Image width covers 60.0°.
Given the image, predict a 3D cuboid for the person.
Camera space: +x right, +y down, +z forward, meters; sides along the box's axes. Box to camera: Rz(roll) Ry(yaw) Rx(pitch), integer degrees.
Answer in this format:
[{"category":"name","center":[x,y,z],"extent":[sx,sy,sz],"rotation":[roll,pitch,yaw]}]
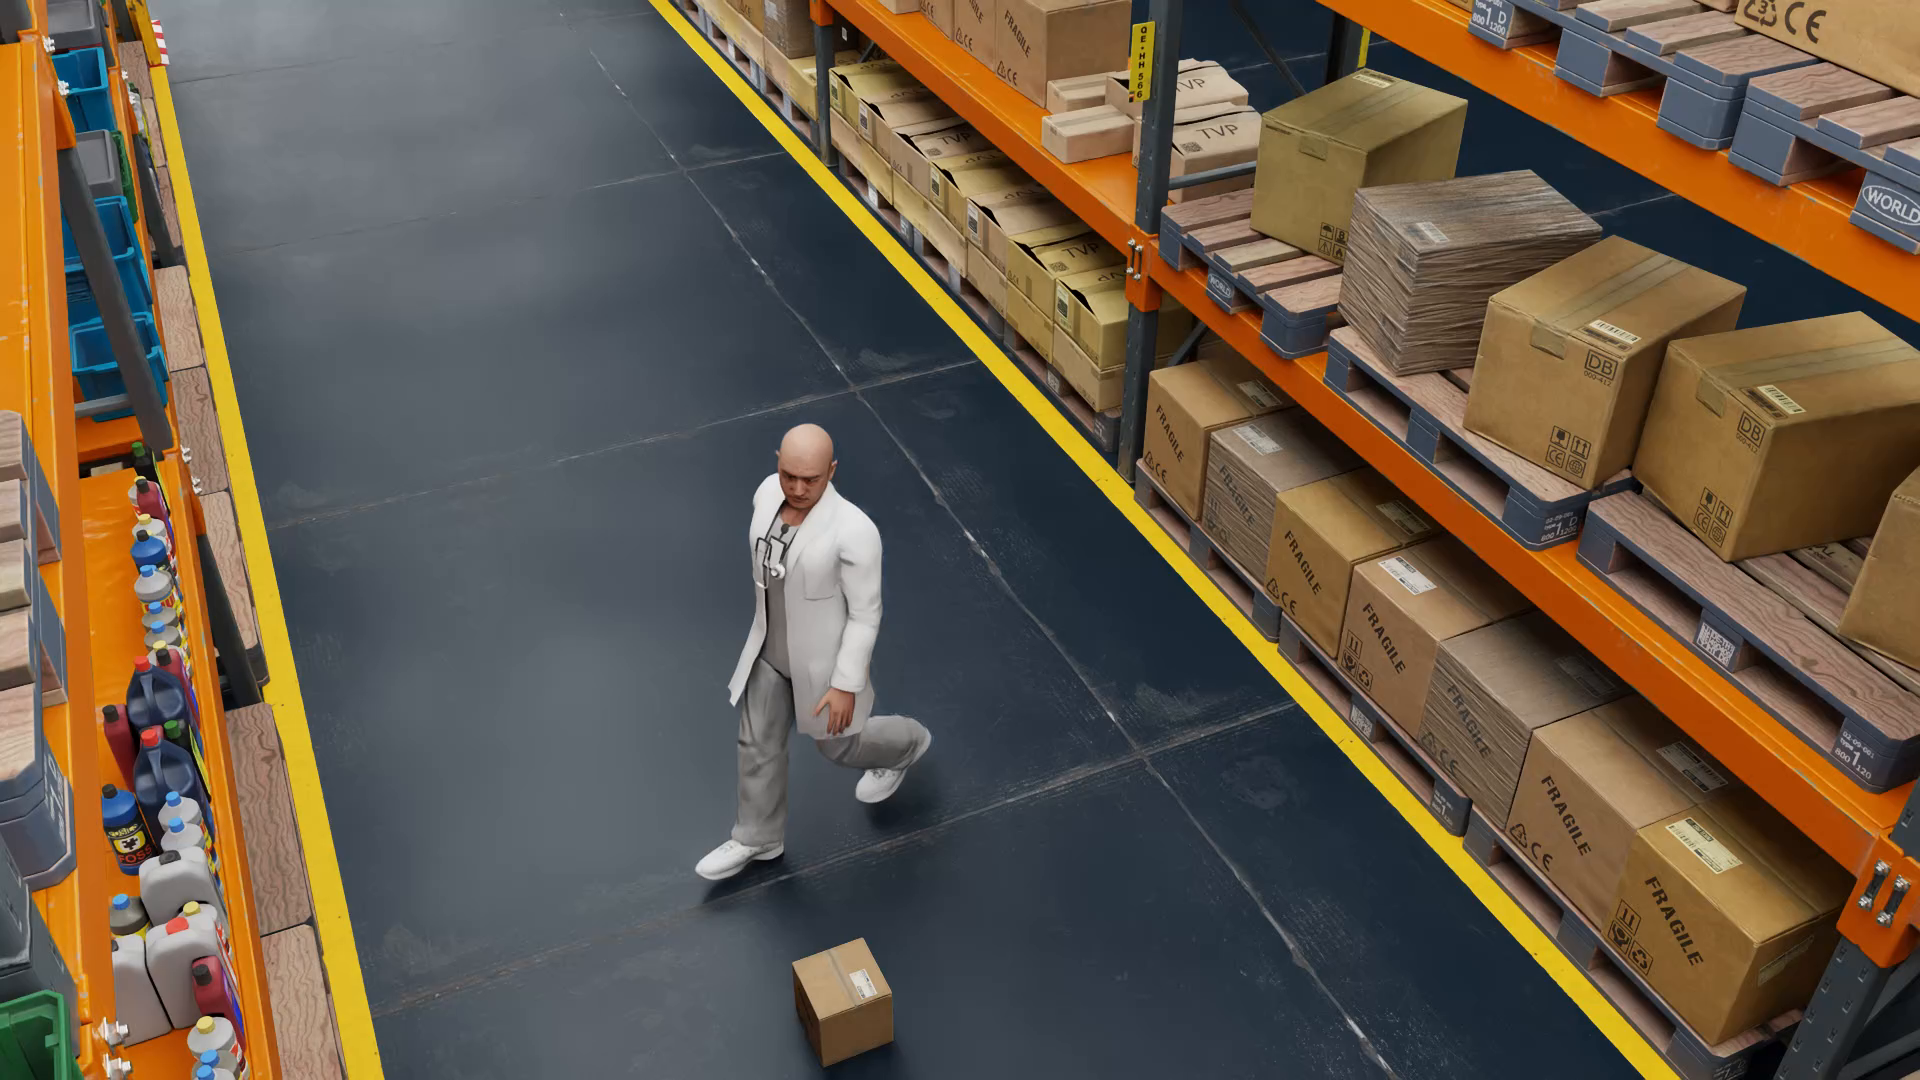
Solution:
[{"category":"person","center":[-0.522,0.415,5.695],"extent":[0.630,1.649,1.012],"rotation":[29,45,33]}]
